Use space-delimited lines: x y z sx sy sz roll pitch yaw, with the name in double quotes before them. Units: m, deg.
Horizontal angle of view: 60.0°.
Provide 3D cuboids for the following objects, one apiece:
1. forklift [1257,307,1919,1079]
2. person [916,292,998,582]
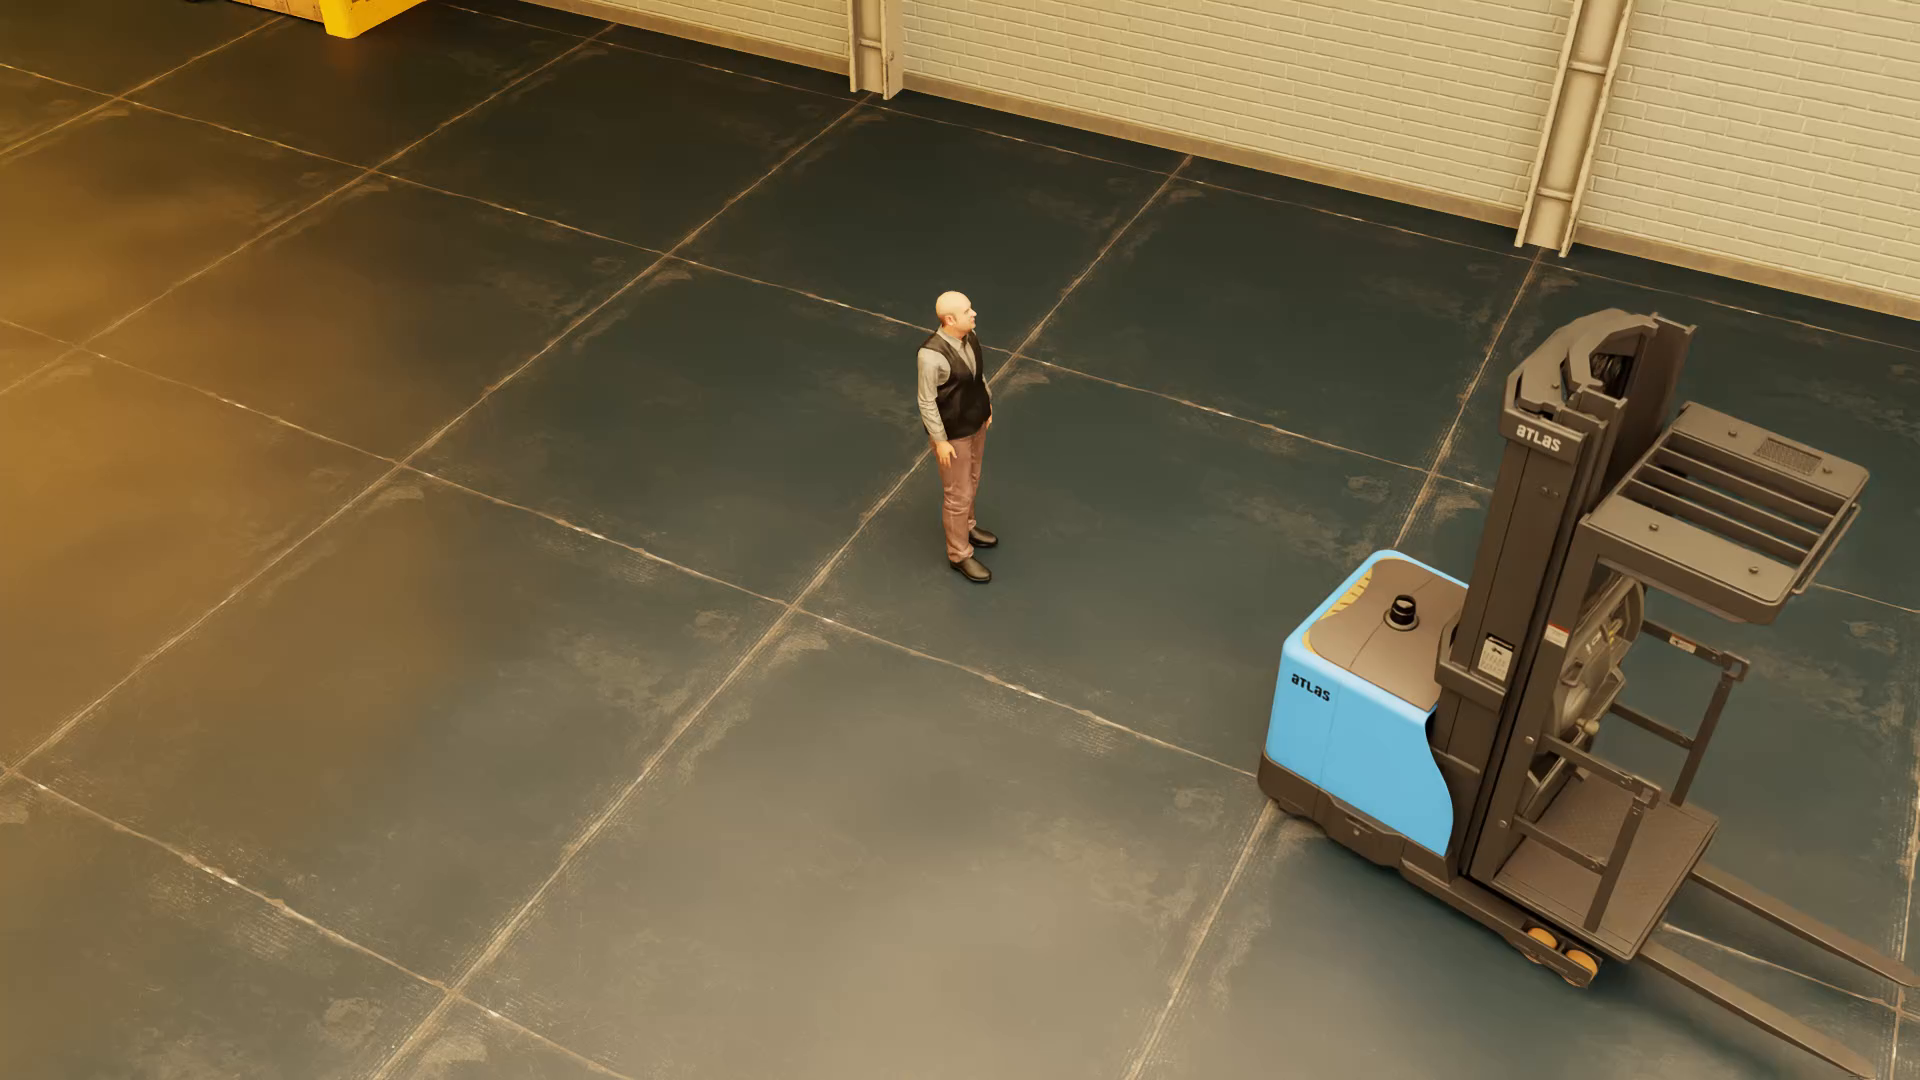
"forklift" 2.996 0.577 7.302 3.031 2.935 1.130 29 48 30
"person" 0.053 -0.641 9.676 0.566 1.722 0.633 18 43 21
